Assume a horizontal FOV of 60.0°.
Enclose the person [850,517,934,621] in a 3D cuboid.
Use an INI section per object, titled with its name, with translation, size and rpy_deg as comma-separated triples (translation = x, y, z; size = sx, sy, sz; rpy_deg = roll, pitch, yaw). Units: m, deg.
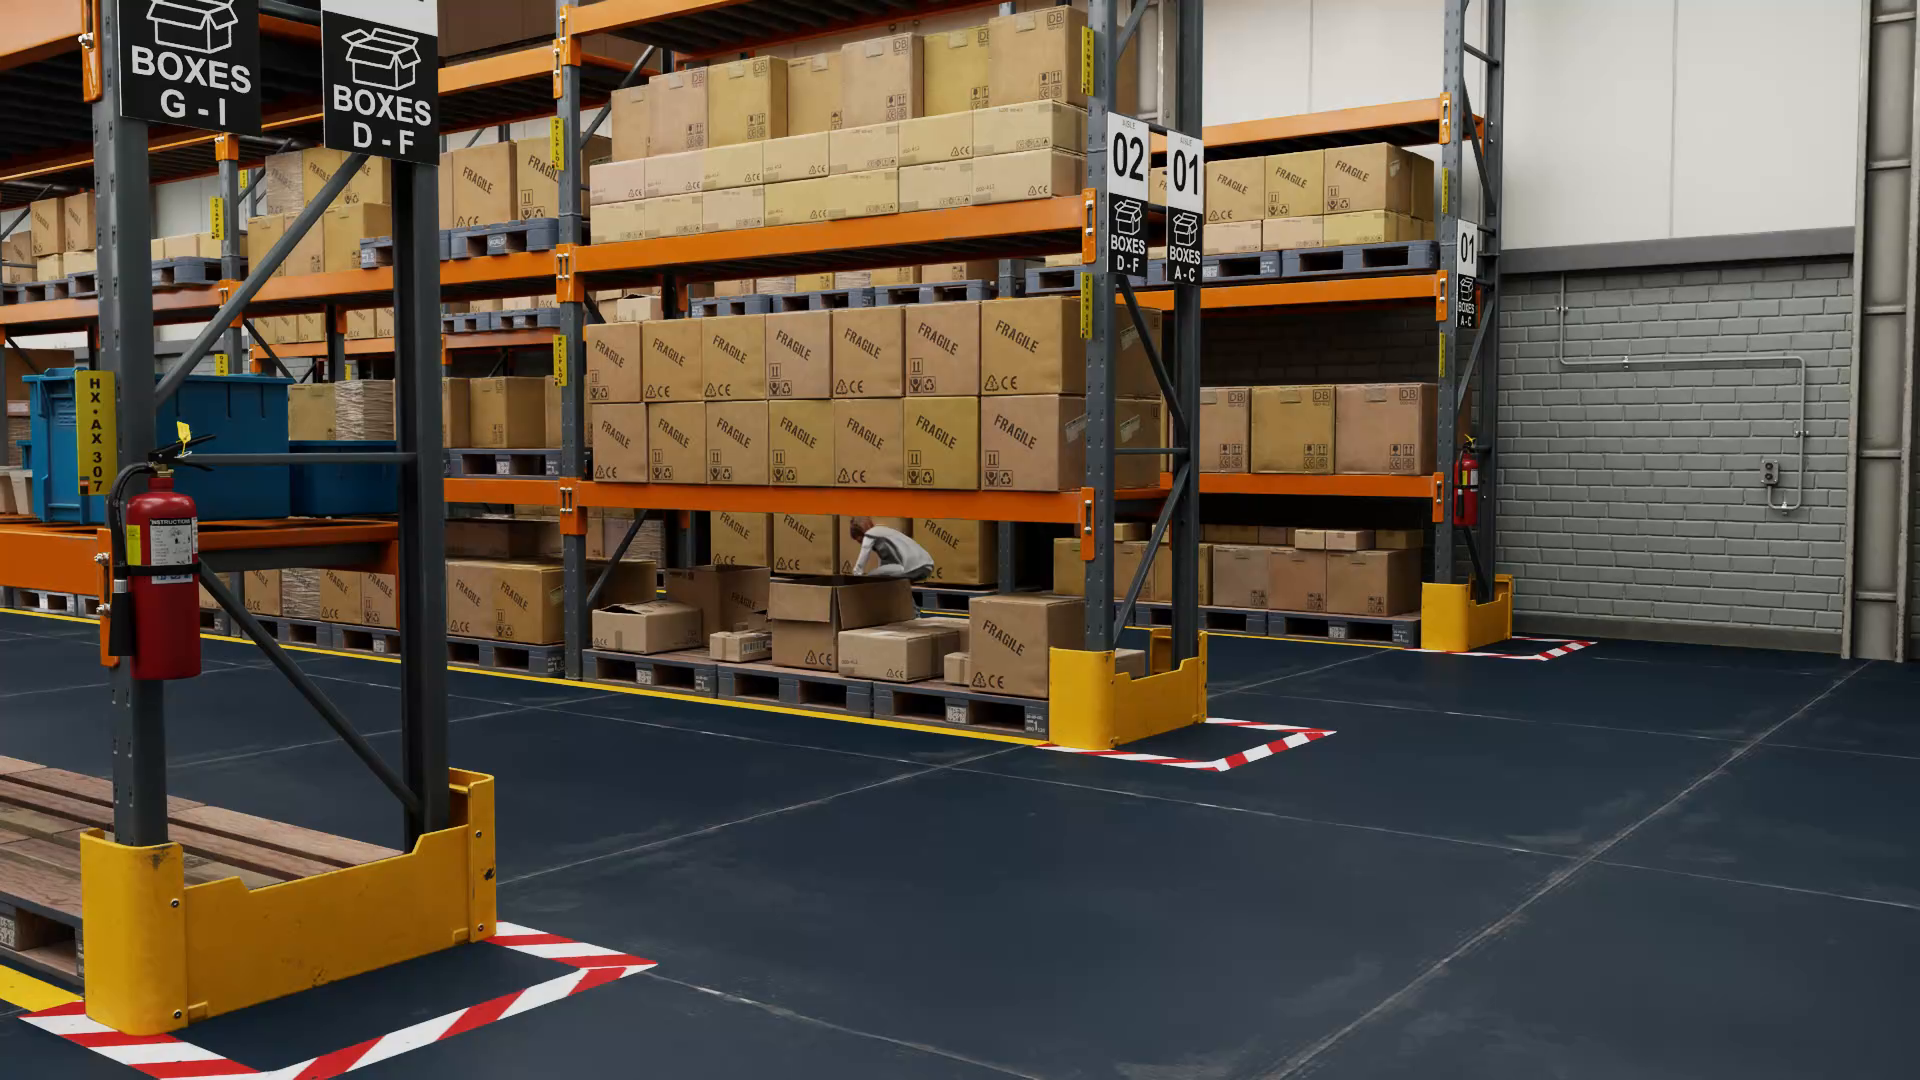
[person]
translation = -0.601, 0.269, 14.281
size = 0.792, 0.898, 0.449
rpy_deg = 3, 4, 36
